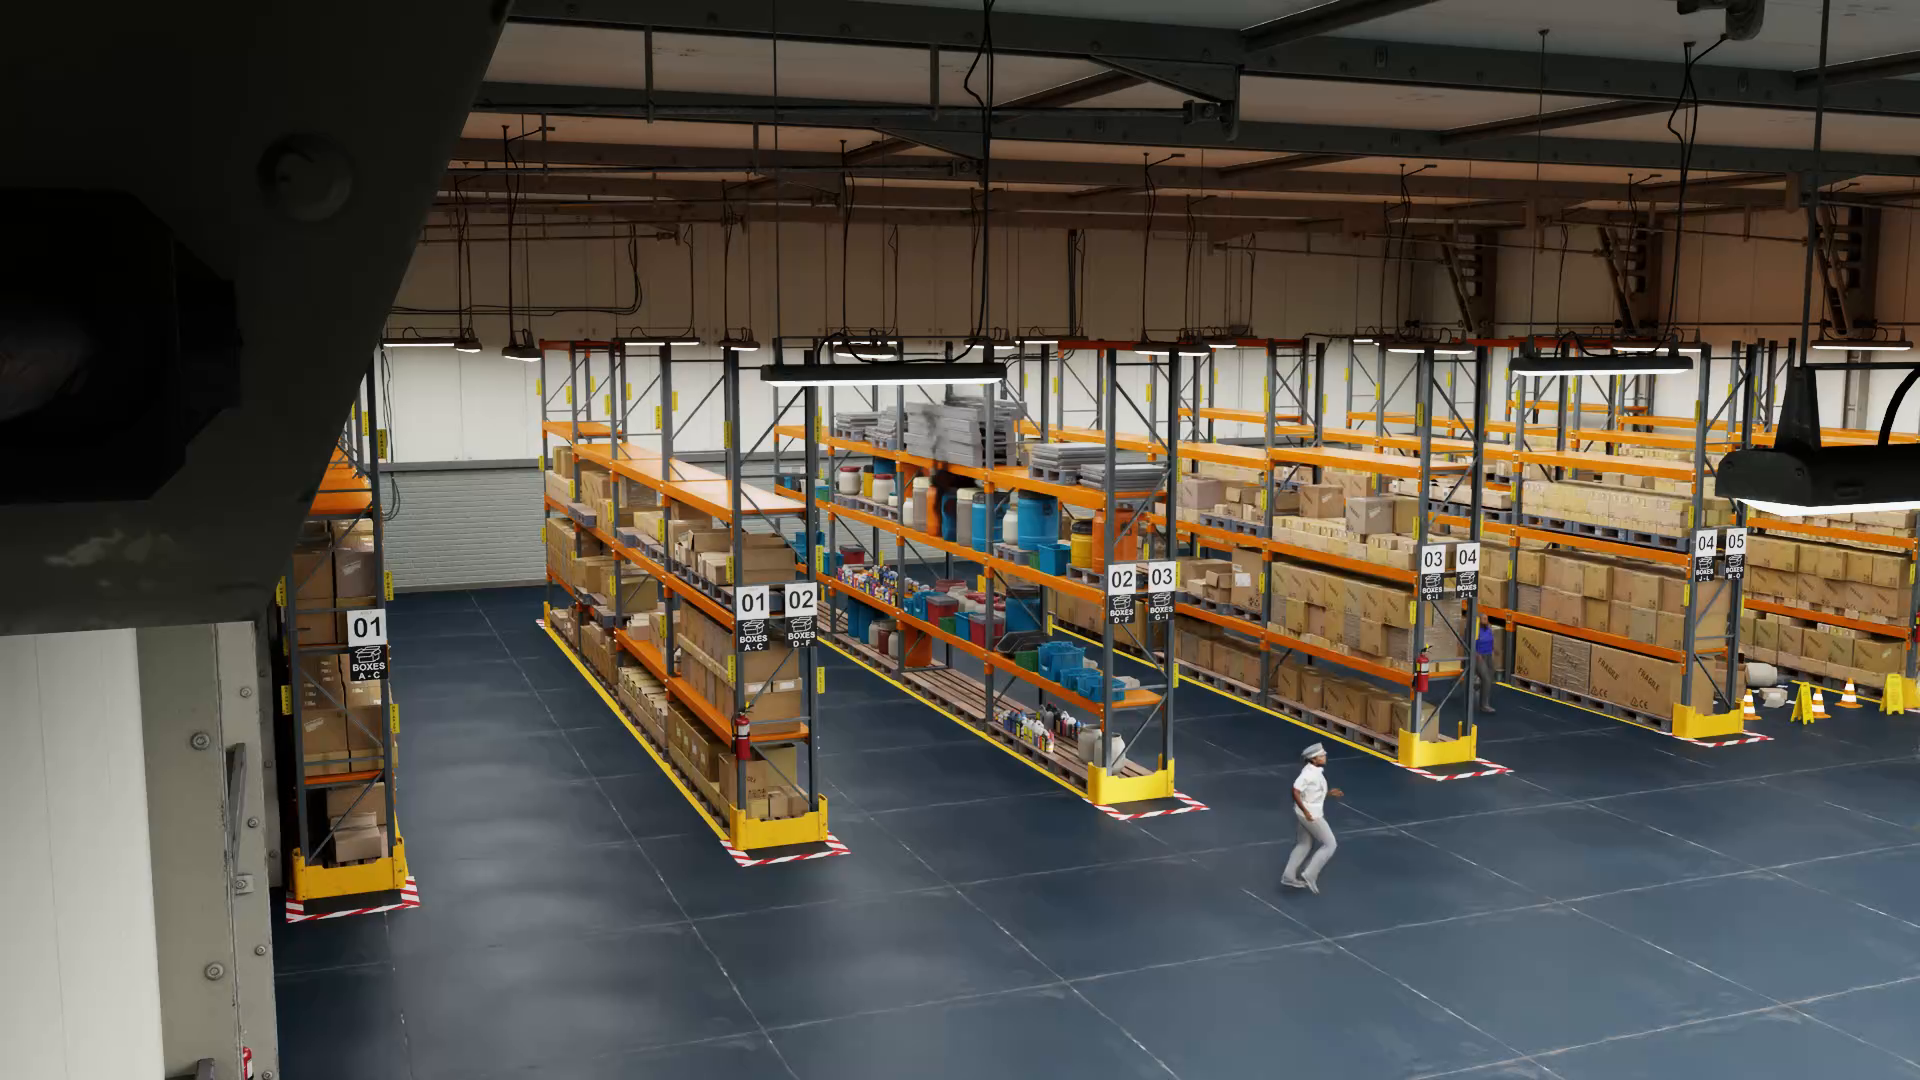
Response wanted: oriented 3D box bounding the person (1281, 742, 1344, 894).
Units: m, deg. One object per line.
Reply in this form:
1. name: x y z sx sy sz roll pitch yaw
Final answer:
1. person: 3.952 3.105 18.609 0.682 1.708 0.549 1 7 5

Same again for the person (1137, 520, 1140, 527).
1. person: 4.212 0.229 40.620 0.938 1.648 0.603 -6 9 -37

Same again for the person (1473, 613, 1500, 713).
1. person: 8.556 1.991 27.290 0.581 1.608 0.642 -4 9 -30
